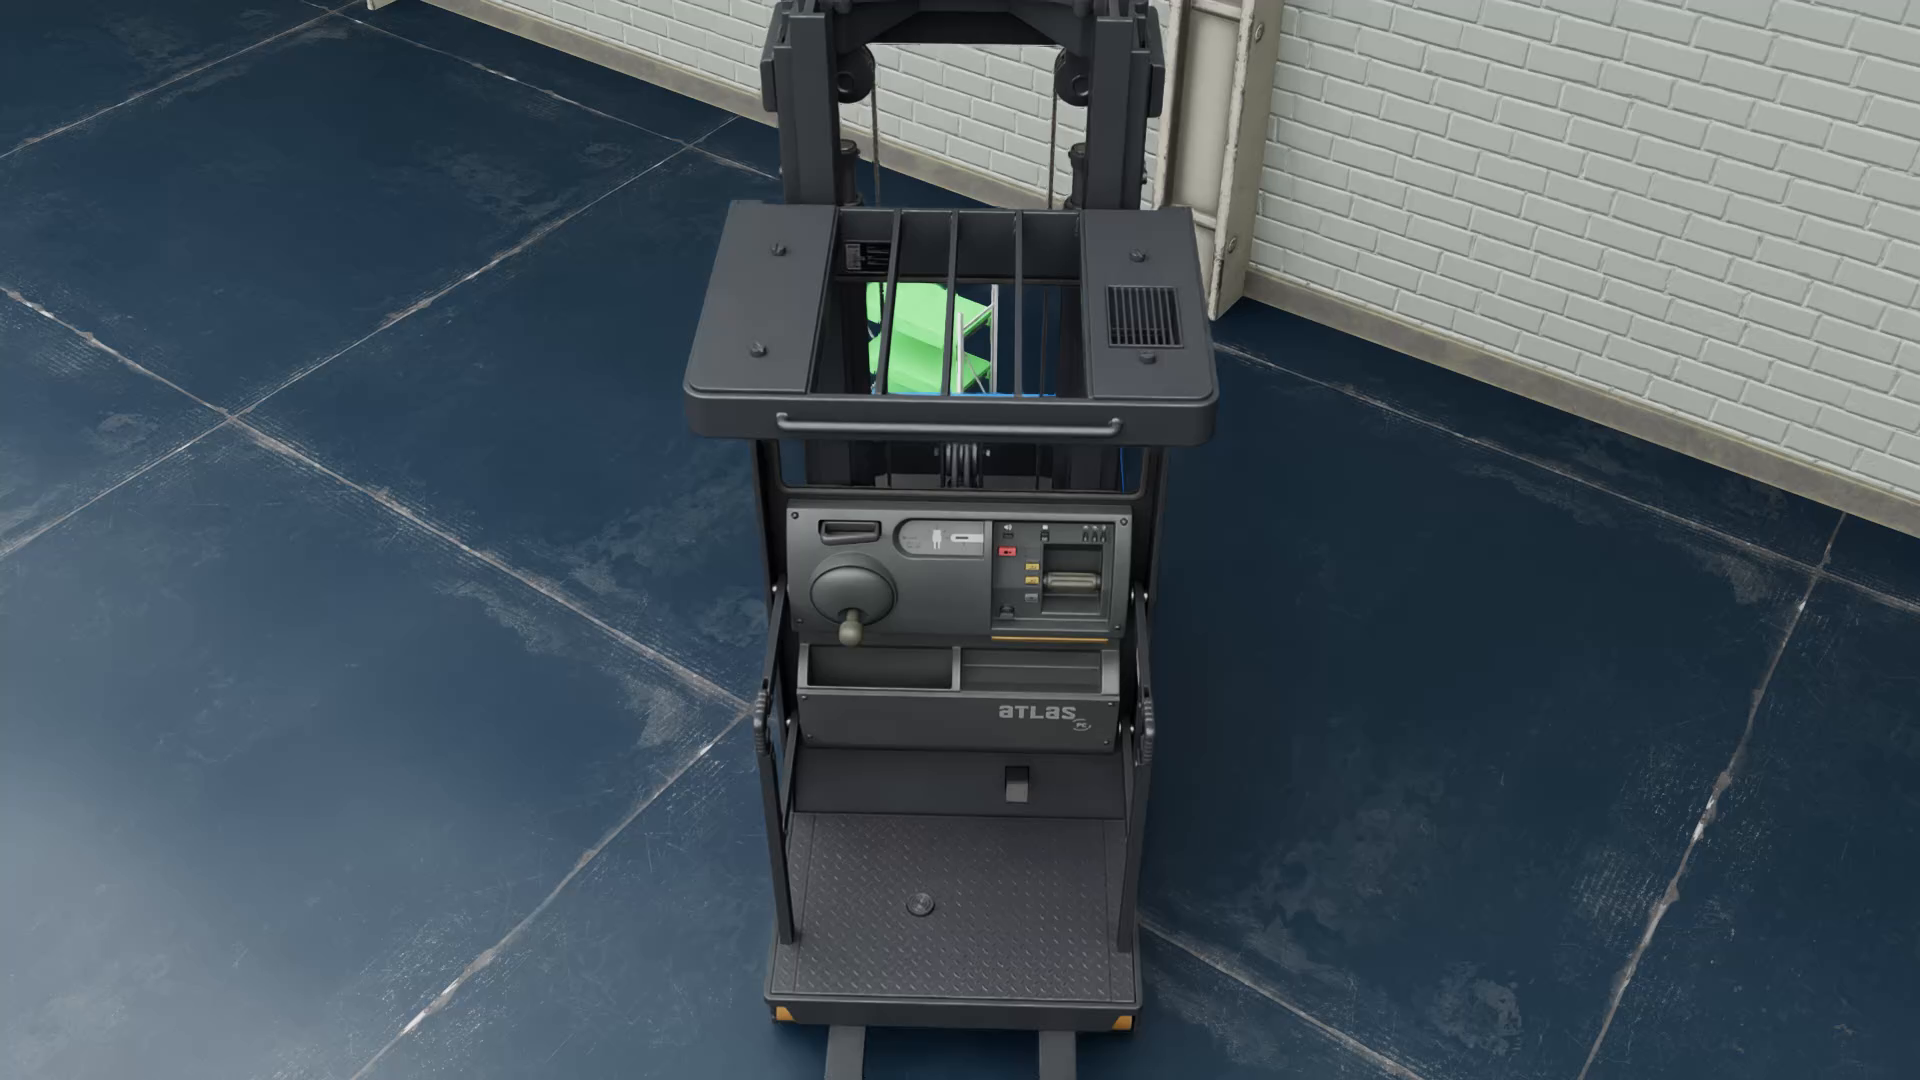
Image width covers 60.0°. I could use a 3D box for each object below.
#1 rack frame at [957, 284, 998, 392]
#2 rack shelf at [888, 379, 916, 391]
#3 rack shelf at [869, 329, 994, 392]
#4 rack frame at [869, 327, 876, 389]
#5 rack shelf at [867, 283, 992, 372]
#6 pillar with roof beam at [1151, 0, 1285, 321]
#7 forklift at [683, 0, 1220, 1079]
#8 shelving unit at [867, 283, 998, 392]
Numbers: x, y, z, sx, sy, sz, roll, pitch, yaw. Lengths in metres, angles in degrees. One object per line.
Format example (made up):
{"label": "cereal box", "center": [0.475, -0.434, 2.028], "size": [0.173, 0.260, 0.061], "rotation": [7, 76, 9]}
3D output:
{"label": "rack frame", "center": [0.064, -0.417, 6.316], "size": [0.015, 1.200, 0.240], "rotation": [25, 48, 25]}
{"label": "rack shelf", "center": [-0.136, -0.463, 6.463], "size": [0.480, 0.148, 0.258], "rotation": [25, 48, 25]}
{"label": "rack shelf", "center": [-0.136, -0.642, 6.303], "size": [0.480, 0.148, 0.258], "rotation": [25, 48, 25]}
{"label": "rack frame", "center": [-0.335, -0.604, 6.525], "size": [0.015, 1.200, 0.240], "rotation": [25, 48, 25]}
{"label": "rack shelf", "center": [-0.136, -0.821, 6.143], "size": [0.480, 0.148, 0.258], "rotation": [25, 48, 25]}
{"label": "pillar with roof beam", "center": [-1.331, -2.204, 2.464], "size": [0.400, 9.000, 9.100], "rotation": [25, 48, 25]}
{"label": "forklift", "center": [-0.008, 0.178, 4.352], "size": [1.130, 2.935, 3.031], "rotation": [1, 42, 1]}
{"label": "shelving unit", "center": [-0.136, -0.511, 6.421], "size": [0.503, 1.200, 0.258], "rotation": [25, 48, 25]}
